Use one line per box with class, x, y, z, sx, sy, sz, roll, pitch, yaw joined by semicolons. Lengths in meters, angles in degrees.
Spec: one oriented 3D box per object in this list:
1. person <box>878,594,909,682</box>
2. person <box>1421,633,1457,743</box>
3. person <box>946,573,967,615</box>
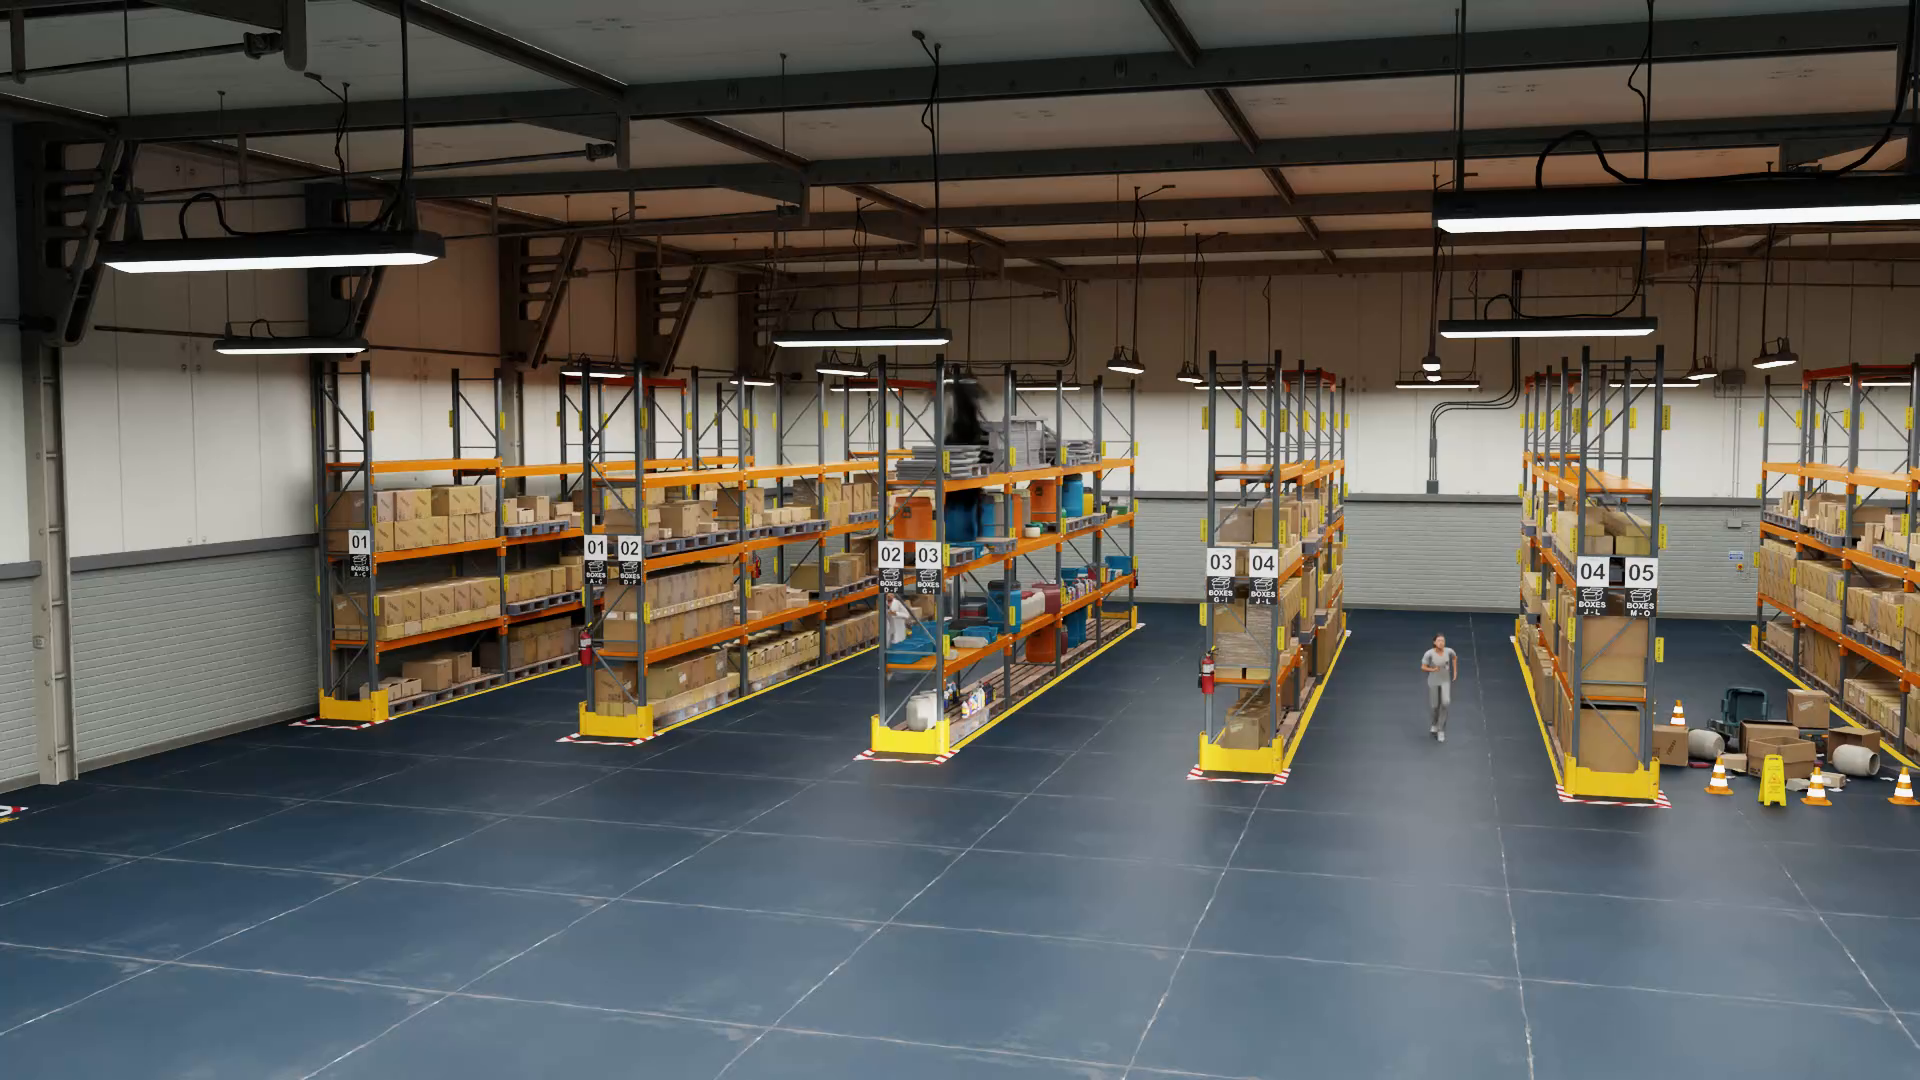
person;-1.251;1.762;31.232;0.691;1.799;0.996;1;4;13
person;7.555;2.300;26.252;0.587;1.700;0.836;0;4;5
person;-0.127;1.088;42.807;0.700;1.723;0.582;-3;5;-31
